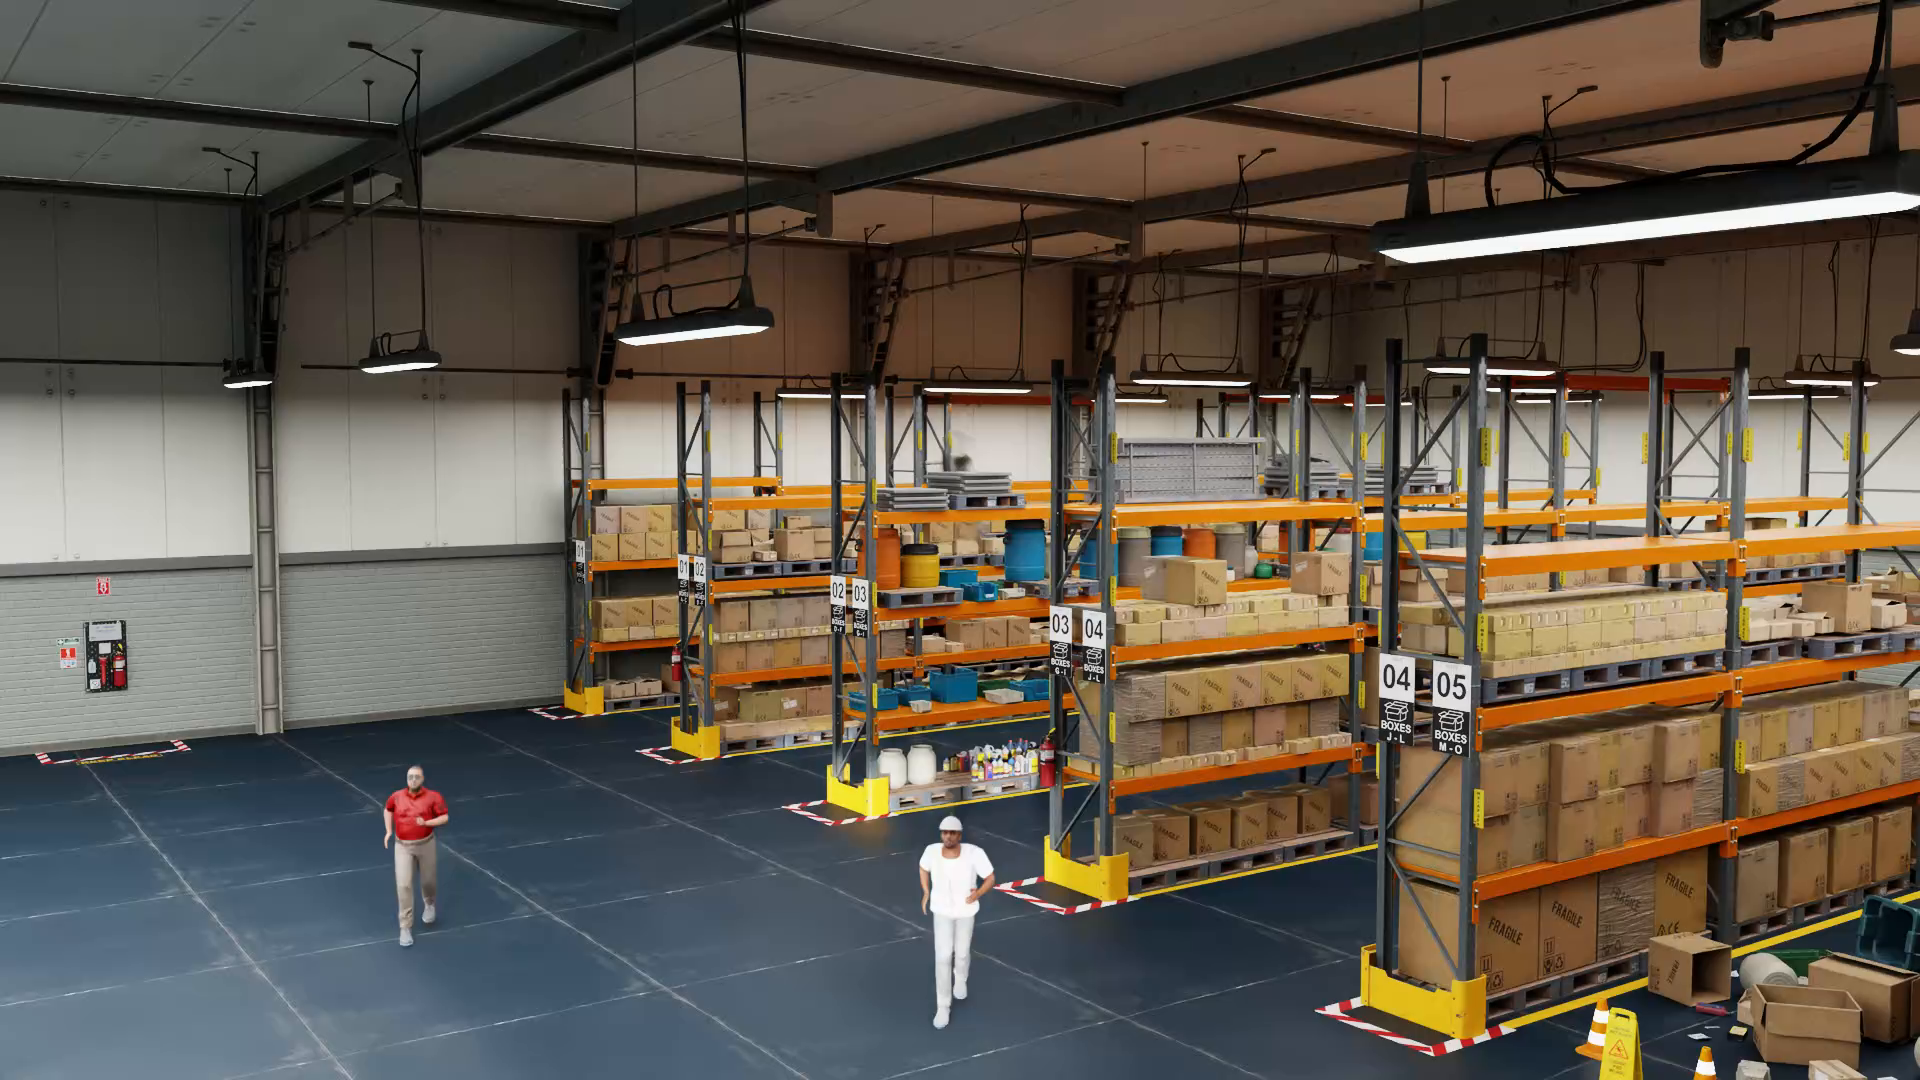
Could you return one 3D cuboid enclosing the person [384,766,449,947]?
[{"bbox_3d":[-5.588,3.221,17.082,0.658,1.654,0.956,-1,4,-13],"label":"person"}]

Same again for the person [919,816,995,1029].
[{"bbox_3d":[-0.035,3.322,14.798,0.680,1.801,0.854,0,4,3],"label":"person"}]
